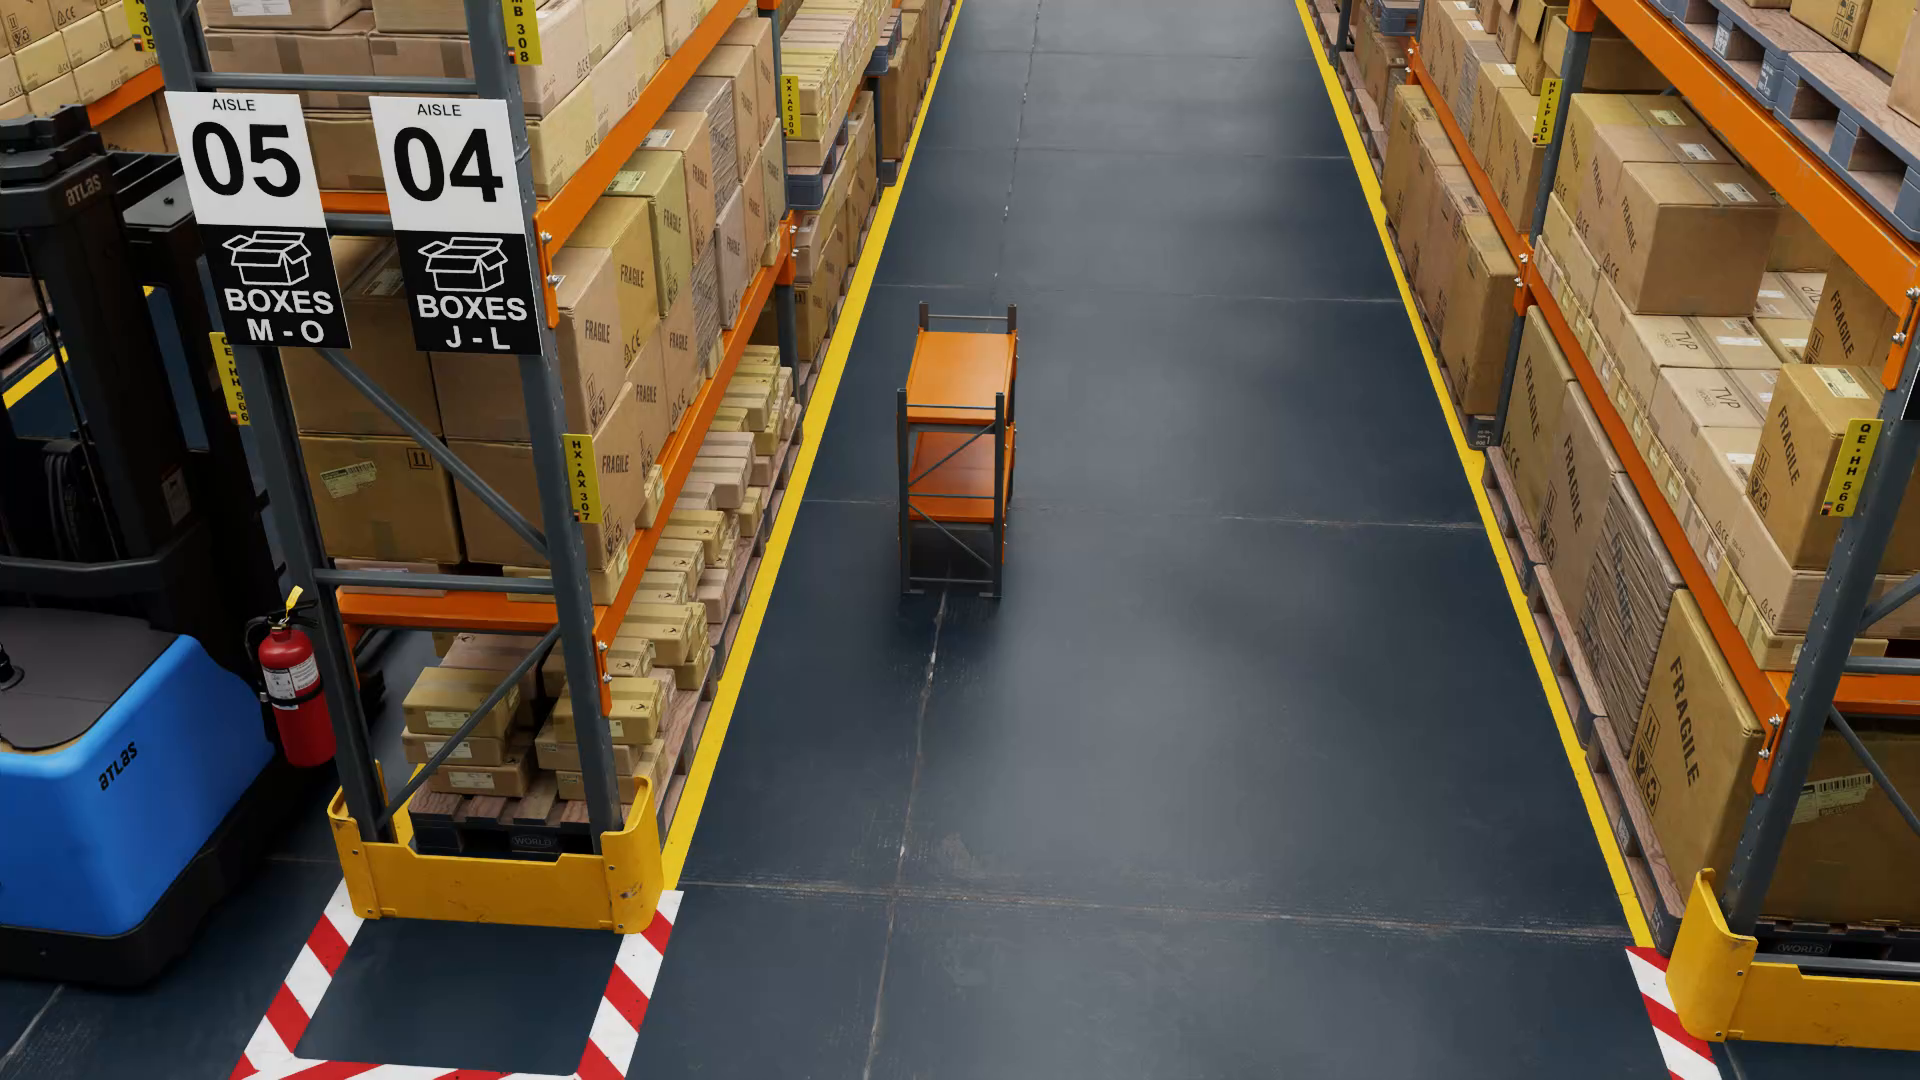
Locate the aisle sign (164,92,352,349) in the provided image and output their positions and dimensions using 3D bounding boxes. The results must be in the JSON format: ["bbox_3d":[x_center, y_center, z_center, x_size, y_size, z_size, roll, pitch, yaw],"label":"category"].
[{"bbox_3d":[-2.069,-0.932,4.926,0.394,0.787,0.004,2,32,4],"label":"aisle sign"}]

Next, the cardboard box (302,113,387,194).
[{"bbox_3d":[-1.991,-1.313,5.306,0.500,0.250,0.500,2,32,3],"label":"cardboard box"}]

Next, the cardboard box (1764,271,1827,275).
[{"bbox_3d":[3.683,-1.228,7.743,0.500,0.250,0.500,3,32,5],"label":"cardboard box"}]

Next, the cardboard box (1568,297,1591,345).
[{"bbox_3d":[3.079,-1.018,7.782,0.380,0.149,0.250,2,32,3],"label":"cardboard box"}]

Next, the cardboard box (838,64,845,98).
[{"bbox_3d":[-0.887,-2.734,9.883,0.380,0.149,0.250,1,32,2],"label":"cardboard box"}]

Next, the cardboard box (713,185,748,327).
[{"bbox_3d":[-1.281,-1.315,7.646,0.500,0.500,0.500,2,32,4],"label":"cardboard box"}]

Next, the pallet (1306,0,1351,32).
[{"bbox_3d":[4.264,-5.666,17.743,1.003,0.211,1.213,2,32,4],"label":"pallet"}]

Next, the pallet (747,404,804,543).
[{"bbox_3d":[-1.458,-0.403,9.202,1.003,0.211,1.213,2,32,4],"label":"pallet"}]

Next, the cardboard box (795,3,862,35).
[{"bbox_3d":[-0.825,-3.271,10.471,0.380,0.149,0.250,3,32,5],"label":"cardboard box"}]

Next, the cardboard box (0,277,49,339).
[{"bbox_3d":[-6.409,-1.703,10.279,0.875,0.875,0.875,3,32,6],"label":"cardboard box"}]

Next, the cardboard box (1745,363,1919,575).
[{"bbox_3d":[2.949,-0.234,5.416,0.500,0.500,0.500,3,32,5],"label":"cardboard box"}]

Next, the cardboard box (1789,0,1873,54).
[{"bbox_3d":[3.320,-1.963,5.626,0.700,0.500,0.500,0,32,1],"label":"cardboard box"}]

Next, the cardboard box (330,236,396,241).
[{"bbox_3d":[-1.933,-0.961,6.118,0.500,0.500,0.500,1,32,2],"label":"cardboard box"}]

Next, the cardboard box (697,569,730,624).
[{"bbox_3d":[-1.286,0.260,7.786,0.380,0.149,0.250,1,32,2],"label":"cardboard box"}]

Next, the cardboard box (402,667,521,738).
[{"bbox_3d":[-1.973,0.643,6.598,0.380,0.149,0.250,3,32,5],"label":"cardboard box"}]

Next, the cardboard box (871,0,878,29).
[{"bbox_3d":[-0.759,-3.547,11.202,0.380,0.149,0.250,3,32,4],"label":"cardboard box"}]

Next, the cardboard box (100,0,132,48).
[{"bbox_3d":[-5.900,-3.541,11.303,0.500,0.250,0.500,2,32,3],"label":"cardboard box"}]

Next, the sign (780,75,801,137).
[{"bbox_3d":[-0.897,-2.292,8.785,0.100,0.325,0.005,2,32,4],"label":"sign"}]

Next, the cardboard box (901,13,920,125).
[{"bbox_3d":[-0.906,-4.027,14.170,1.050,0.750,0.750,3,32,5],"label":"cardboard box"}]

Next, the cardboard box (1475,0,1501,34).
[{"bbox_3d":[3.691,-3.517,10.546,0.797,0.503,0.637,3,32,5],"label":"cardboard box"}]

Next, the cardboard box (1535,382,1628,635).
[{"bbox_3d":[3.290,-0.140,7.743,0.875,0.875,0.875,2,32,4],"label":"cardboard box"}]

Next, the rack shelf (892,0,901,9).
[{"bbox_3d":[-0.950,-4.774,14.323,1.077,0.370,4.000,2,32,4],"label":"rack shelf"}]

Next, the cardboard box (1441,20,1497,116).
[{"bbox_3d":[3.434,-3.032,10.715,0.500,0.500,0.500,2,32,3],"label":"cardboard box"}]

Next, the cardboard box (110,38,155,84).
[{"bbox_3d":[-5.920,-3.323,11.426,0.500,0.250,0.500,2,32,3],"label":"cardboard box"}]

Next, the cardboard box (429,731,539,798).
[{"bbox_3d":[-1.929,0.900,6.748,0.380,0.149,0.250,3,32,5],"label":"cardboard box"}]

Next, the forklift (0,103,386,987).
[{"bbox_3d":[-3.214,-0.394,6.595,1.130,2.935,3.031,5,32,7],"label":"forklift"}]

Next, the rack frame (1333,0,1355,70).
[{"bbox_3d":[4.148,-5.861,15.402,1.000,3.000,0.127,2,32,4],"label":"rack frame"}]

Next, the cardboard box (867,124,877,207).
[{"bbox_3d":[-0.906,-2.794,12.406,0.500,0.500,0.500,2,32,4],"label":"cardboard box"}]

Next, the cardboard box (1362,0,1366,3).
[{"bbox_3d":[4.221,-5.183,16.284,0.500,0.500,0.500,2,32,2],"label":"cardboard box"}]

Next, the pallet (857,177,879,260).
[{"bbox_3d":[-1.178,-2.439,12.506,1.003,0.211,1.213,2,32,4],"label":"pallet"}]

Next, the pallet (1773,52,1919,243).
[{"bbox_3d":[3.221,-1.214,5.086,1.003,0.211,1.213,2,32,4],"label":"pallet"}]

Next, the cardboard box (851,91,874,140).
[{"bbox_3d":[-0.907,-3.099,12.188,0.500,0.250,0.500,2,32,3],"label":"cardboard box"}]

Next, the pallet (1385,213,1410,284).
[{"bbox_3d":[3.683,-2.173,12.075,1.003,0.211,1.213,2,32,4],"label":"pallet"}]

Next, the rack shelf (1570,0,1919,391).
[{"bbox_3d":[3.334,-1.603,6.318,1.077,0.370,4.000,2,32,4],"label":"rack shelf"}]

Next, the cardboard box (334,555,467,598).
[{"bbox_3d":[-2.019,0.073,6.011,0.380,0.149,0.250,2,32,4],"label":"cardboard box"}]

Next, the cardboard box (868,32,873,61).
[{"bbox_3d":[-0.781,-3.293,11.074,0.380,0.149,0.250,1,32,2],"label":"cardboard box"}]

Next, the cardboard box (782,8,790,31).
[{"bbox_3d":[-1.394,-3.599,11.571,0.380,0.149,0.250,4,32,6],"label":"cardboard box"}]

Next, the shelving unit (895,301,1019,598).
[{"bbox_3d":[-0.001,-0.475,8.449,0.538,1.125,1.048,2,32,4],"label":"shelving unit"}]

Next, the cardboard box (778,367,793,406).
[{"bbox_3d":[-1.147,-0.856,9.314,0.380,0.149,0.250,3,32,5],"label":"cardboard box"}]

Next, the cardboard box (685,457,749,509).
[{"bbox_3d":[-1.241,-0.279,8.093,0.380,0.149,0.250,1,32,2],"label":"cardboard box"}]

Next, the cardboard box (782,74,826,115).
[{"bbox_3d":[-0.948,-2.454,9.145,0.380,0.149,0.250,4,32,6],"label":"cardboard box"}]

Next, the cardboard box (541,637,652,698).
[{"bbox_3d":[-1.480,0.522,6.794,0.380,0.149,0.250,3,32,5],"label":"cardboard box"}]

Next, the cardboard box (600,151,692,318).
[{"bbox_3d":[-1.363,-1.204,6.513,0.500,0.500,0.500,2,32,3],"label":"cardboard box"}]

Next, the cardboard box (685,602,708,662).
[{"bbox_3d":[-1.326,0.392,7.288,0.380,0.149,0.250,3,32,6],"label":"cardboard box"}]

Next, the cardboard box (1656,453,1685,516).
[{"bbox_3d":[2.954,-0.214,6.477,0.380,0.149,0.250,2,32,3],"label":"cardboard box"}]

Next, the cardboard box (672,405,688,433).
[{"bbox_3d":[-1.377,-0.583,7.076,0.380,0.149,0.250,2,32,3],"label":"cardboard box"}]

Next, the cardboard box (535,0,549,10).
[{"bbox_3d":[-1.472,-1.739,5.140,0.380,0.149,0.250,4,32,6],"label":"cardboard box"}]

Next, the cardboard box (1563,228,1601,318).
[{"bbox_3d":[3.152,-1.246,7.773,0.500,0.250,0.500,2,32,4],"label":"cardboard box"}]

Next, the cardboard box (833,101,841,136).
[{"bbox_3d":[-0.907,-2.477,9.749,0.380,0.149,0.250,3,32,4],"label":"cardboard box"}]

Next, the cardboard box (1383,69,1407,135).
[{"bbox_3d":[3.890,-3.534,13.589,0.700,0.500,0.500,0,32,0],"label":"cardboard box"}]

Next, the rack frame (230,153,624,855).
[{"bbox_3d":[-1.764,0.149,5.649,1.000,3.000,0.127,2,32,4],"label":"rack frame"}]
